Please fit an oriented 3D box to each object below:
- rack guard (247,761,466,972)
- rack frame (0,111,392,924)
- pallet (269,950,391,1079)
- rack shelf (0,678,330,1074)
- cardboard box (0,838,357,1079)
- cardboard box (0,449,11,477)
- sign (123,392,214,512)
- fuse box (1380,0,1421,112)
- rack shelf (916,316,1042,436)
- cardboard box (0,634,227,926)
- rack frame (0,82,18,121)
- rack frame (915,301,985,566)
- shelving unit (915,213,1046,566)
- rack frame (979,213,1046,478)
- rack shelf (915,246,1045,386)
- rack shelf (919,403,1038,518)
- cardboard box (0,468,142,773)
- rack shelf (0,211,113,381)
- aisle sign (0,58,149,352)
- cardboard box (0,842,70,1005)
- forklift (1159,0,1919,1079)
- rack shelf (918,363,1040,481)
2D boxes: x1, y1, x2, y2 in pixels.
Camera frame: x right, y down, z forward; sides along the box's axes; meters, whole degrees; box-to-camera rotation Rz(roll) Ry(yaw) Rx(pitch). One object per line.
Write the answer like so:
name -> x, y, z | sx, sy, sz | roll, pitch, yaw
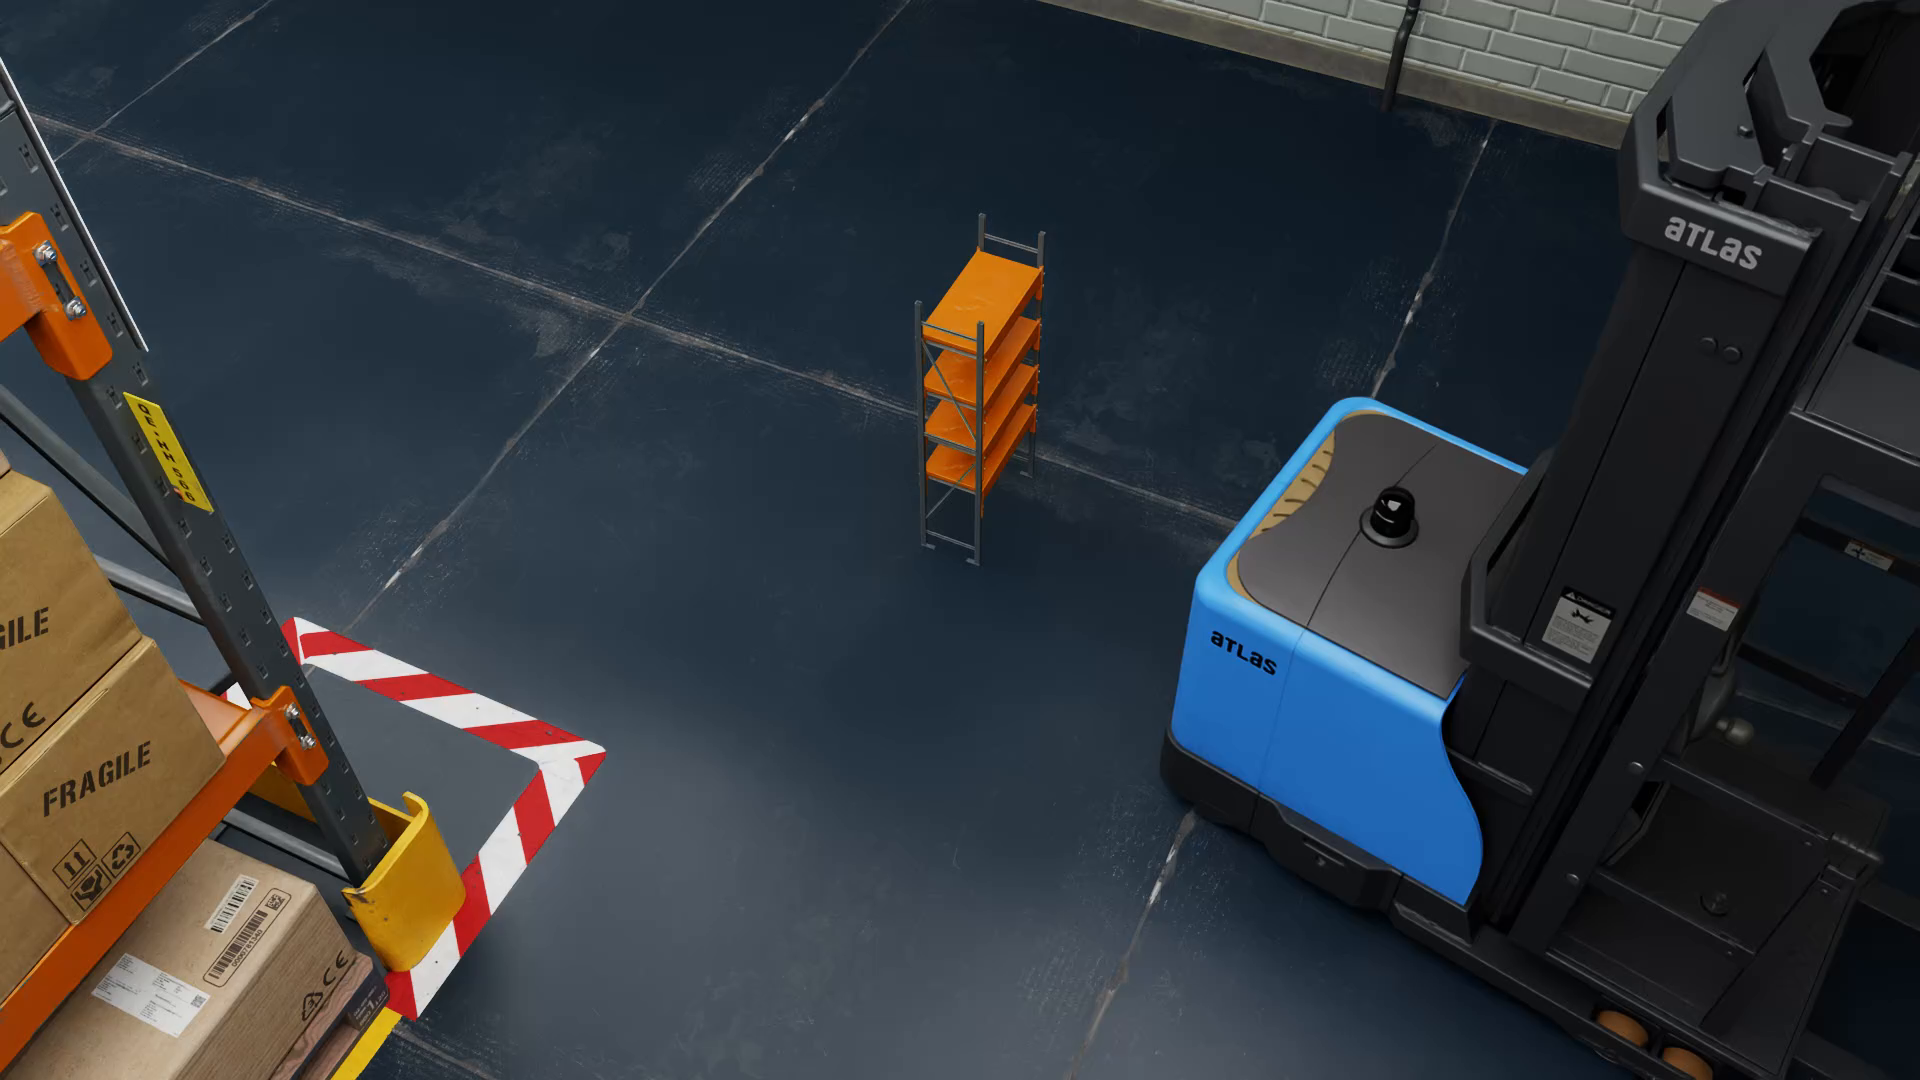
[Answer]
rack guard -> -2.150, 0.877, 5.176 | 1.175, 0.500, 0.348 | 20, 52, 16
rack frame -> -2.160, 0.083, 4.210 | 1.000, 3.000, 0.127 | 20, 52, 16
pallet -> -2.431, 1.563, 4.781 | 1.003, 0.211, 1.213 | 20, 52, 16
rack shelf -> -3.014, 1.694, 3.312 | 1.077, 0.370, 4.000 | 20, 52, 16
cardboard box -> -2.351, 1.265, 4.611 | 0.875, 0.438, 0.875 | 18, 52, 15
cardboard box -> -2.132, -0.171, 3.278 | 0.380, 0.149, 0.250 | 20, 53, 17
sign -> -1.675, -0.183, 3.520 | 0.100, 0.325, 0.005 | 20, 52, 16
fuse box -> 2.065, -2.606, 7.344 | 0.539, 1.711, 0.414 | 20, 52, 16
rack shelf -> 0.071, -0.604, 5.771 | 0.258, 0.148, 0.480 | 20, 52, 16
cardboard box -> -2.127, 0.469, 3.816 | 0.500, 0.500, 0.500 | 20, 53, 16
rack frame -> -2.160, -1.861, 1.925 | 1.000, 3.000, 0.127 | 20, 52, 16
rack frame -> -0.034, -0.335, 5.747 | 0.240, 1.200, 0.015 | 20, 52, 16
shelving unit -> 0.071, -0.503, 5.890 | 0.258, 1.200, 0.503 | 20, 52, 16
rack frame -> 0.175, -0.671, 6.033 | 0.240, 1.200, 0.015 | 20, 52, 16
rack shelf -> 0.071, -0.757, 5.591 | 0.258, 0.148, 0.480 | 20, 52, 16
rack shelf -> 0.071, -0.331, 6.092 | 0.258, 0.148, 0.480 | 20, 52, 16
cardboard box -> -2.150, 0.136, 3.442 | 0.500, 0.500, 0.500 | 21, 53, 17
rack shelf -> -3.014, 0.722, 2.169 | 1.077, 0.370, 4.000 | 20, 52, 16
aisle sign -> -1.849, -0.708, 3.176 | 0.394, 0.787, 0.004 | 20, 52, 16
cardboard box -> -2.355, 0.810, 3.526 | 0.500, 0.500, 0.500 | 19, 52, 15
forklift -> 2.157, 0.219, 4.139 | 3.031, 2.935, 1.130 | 28, 55, 22
rack shelf -> 0.071, -0.459, 5.941 | 0.258, 0.148, 0.480 | 20, 52, 16
